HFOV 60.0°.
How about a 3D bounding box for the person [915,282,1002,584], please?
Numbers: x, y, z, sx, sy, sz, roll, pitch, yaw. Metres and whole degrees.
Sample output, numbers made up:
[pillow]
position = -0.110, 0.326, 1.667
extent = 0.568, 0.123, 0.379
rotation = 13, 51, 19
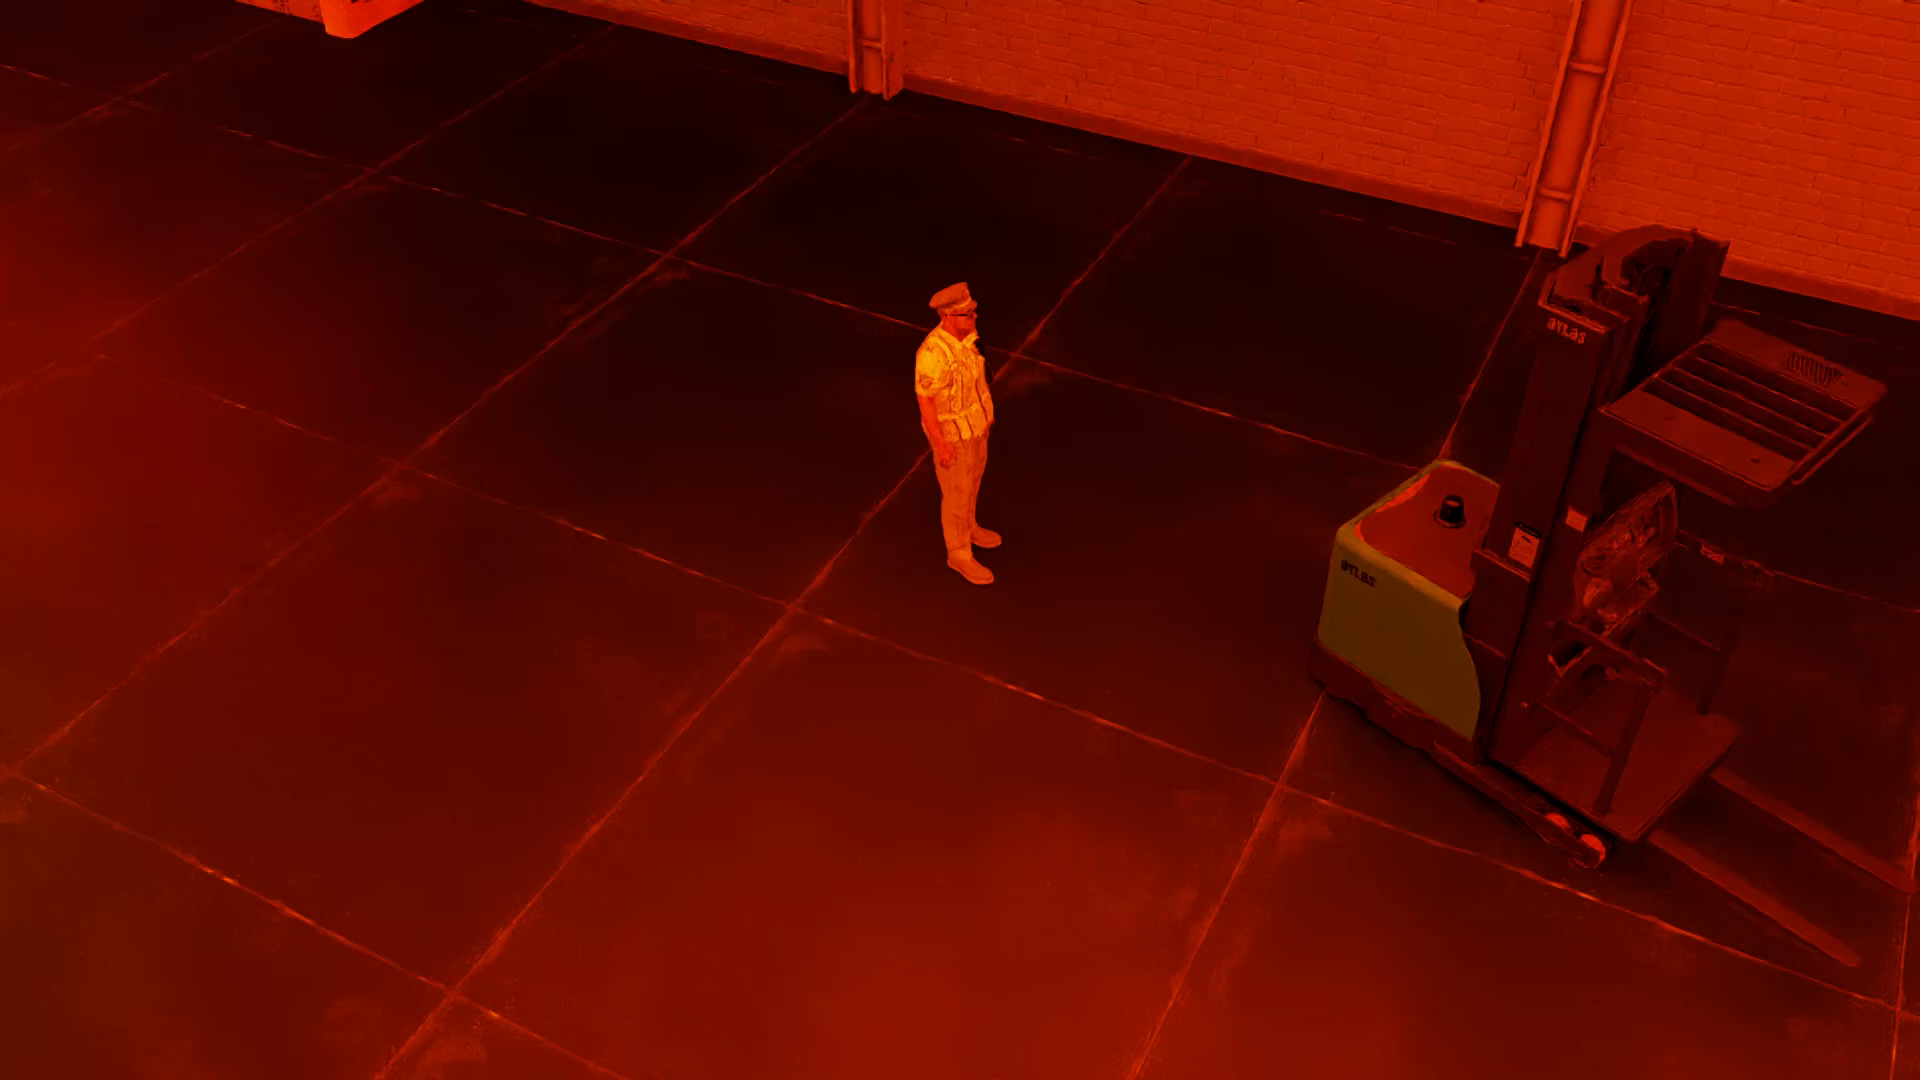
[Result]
[person]
position = 0.064, -0.658, 9.647
extent = 0.574, 1.781, 0.640
rotation = 18, 43, 21

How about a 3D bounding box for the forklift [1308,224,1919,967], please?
[forklift]
position = 3.313, 0.139, 7.822
extent = 1.130, 2.935, 3.031
rotation = -31, 49, -31
